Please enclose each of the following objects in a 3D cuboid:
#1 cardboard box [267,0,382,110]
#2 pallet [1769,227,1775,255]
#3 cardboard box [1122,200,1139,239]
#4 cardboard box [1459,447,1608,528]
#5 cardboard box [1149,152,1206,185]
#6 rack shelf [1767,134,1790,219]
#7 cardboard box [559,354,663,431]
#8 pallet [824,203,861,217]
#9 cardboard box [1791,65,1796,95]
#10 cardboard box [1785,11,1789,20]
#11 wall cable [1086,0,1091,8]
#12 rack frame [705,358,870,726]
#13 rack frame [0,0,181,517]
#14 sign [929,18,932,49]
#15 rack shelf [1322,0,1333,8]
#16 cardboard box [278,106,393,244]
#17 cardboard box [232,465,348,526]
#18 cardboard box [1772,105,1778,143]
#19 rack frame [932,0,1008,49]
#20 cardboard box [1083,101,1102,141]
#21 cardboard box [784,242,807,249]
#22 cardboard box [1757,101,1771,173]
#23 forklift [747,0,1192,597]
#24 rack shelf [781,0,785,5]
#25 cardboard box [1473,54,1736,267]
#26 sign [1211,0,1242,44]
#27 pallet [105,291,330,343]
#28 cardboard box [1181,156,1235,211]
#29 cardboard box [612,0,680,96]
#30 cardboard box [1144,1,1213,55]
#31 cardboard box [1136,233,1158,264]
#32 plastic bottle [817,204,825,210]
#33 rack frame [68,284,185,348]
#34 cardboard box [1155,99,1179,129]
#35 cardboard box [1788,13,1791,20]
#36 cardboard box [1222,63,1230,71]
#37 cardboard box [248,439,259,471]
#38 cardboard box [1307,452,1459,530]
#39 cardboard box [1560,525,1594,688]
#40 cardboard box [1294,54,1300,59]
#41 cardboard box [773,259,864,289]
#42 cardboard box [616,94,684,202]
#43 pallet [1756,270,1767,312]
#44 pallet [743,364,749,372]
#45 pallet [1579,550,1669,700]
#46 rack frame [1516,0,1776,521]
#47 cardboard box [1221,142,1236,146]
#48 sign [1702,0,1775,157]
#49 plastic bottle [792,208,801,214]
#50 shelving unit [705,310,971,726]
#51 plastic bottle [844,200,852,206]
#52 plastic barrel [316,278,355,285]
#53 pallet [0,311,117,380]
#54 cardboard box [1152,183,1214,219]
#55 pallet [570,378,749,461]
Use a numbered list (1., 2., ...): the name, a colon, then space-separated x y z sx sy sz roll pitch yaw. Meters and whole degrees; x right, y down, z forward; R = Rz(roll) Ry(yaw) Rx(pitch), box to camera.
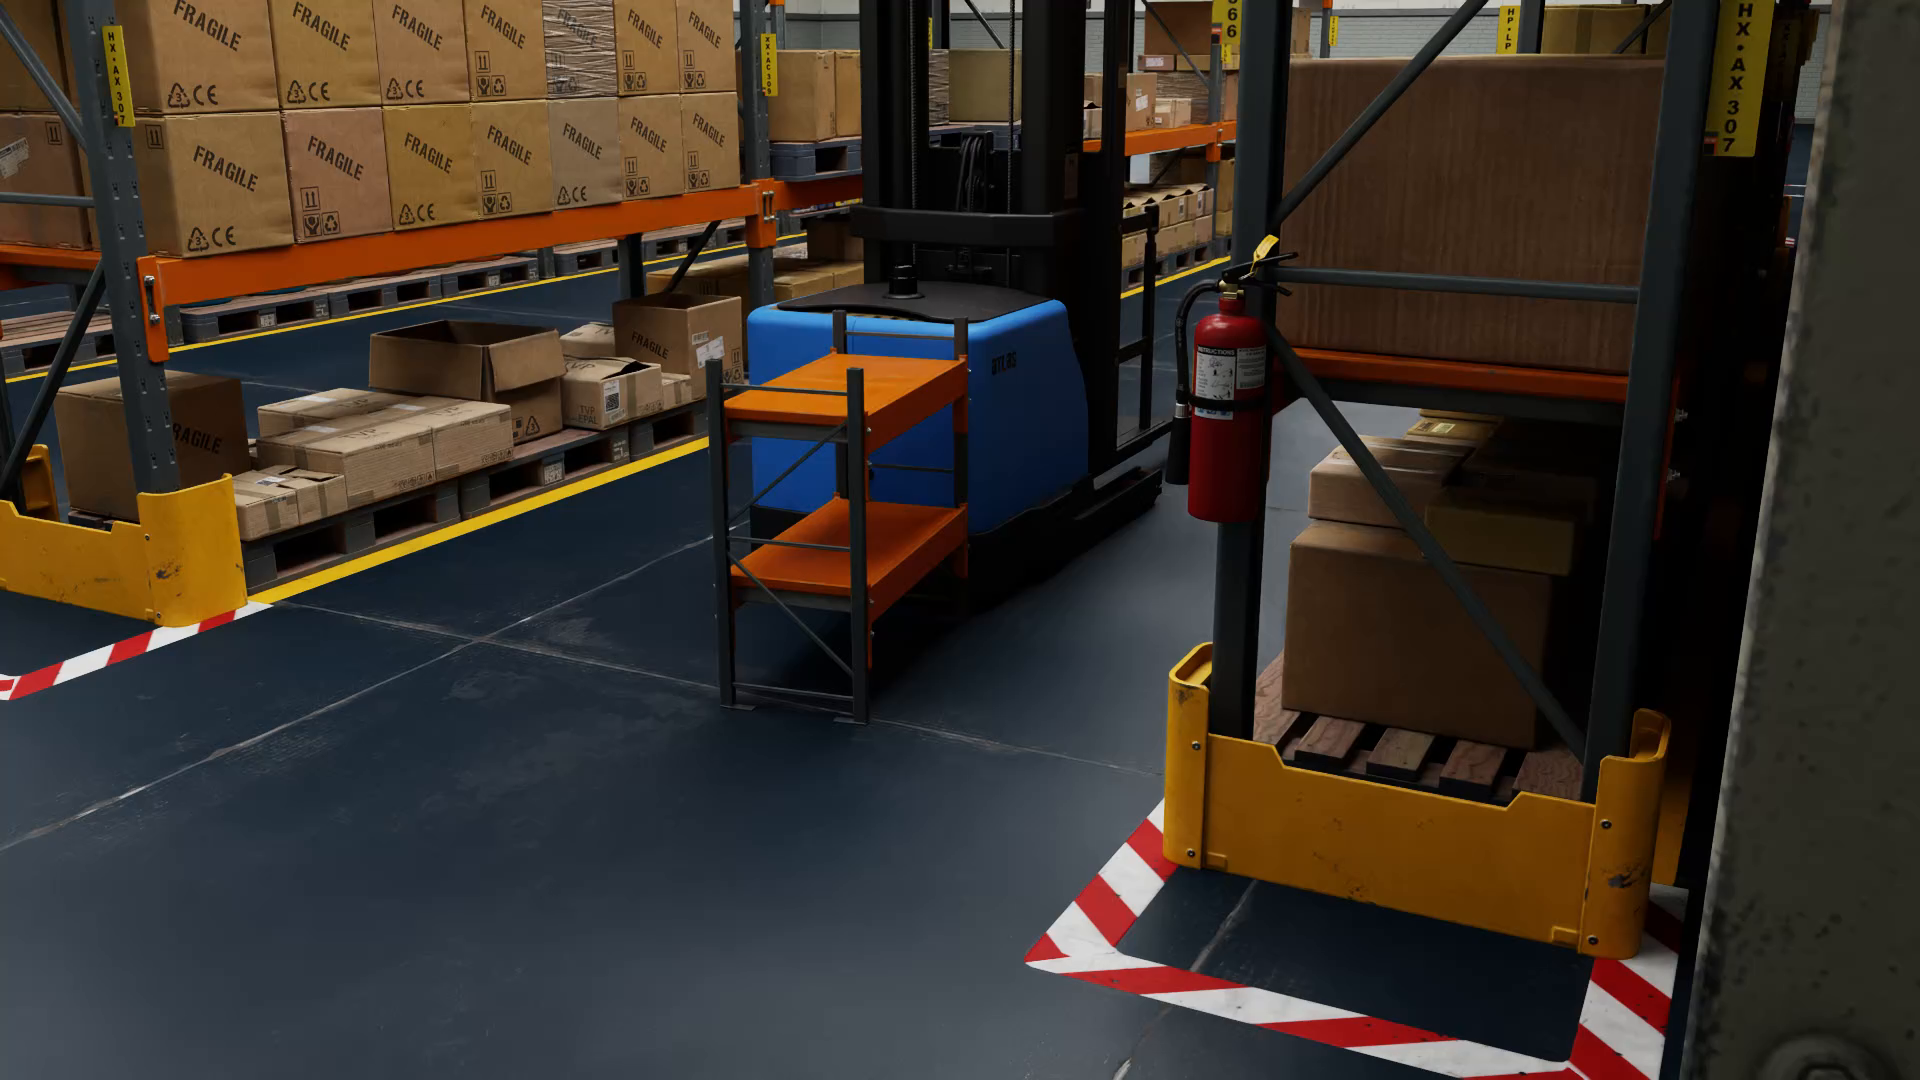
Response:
1. cardboard box: -2.653 -1.951 6.504 0.500 0.500 0.500 8 18 26
2. pallet: 7.840 -3.098 17.194 1.003 0.211 1.213 8 18 25
3. cardboard box: 1.214 -2.761 14.267 0.500 0.311 0.500 8 18 24
4. cardboard box: 1.691 -0.158 4.911 0.380 0.149 0.250 8 18 26
5. cardboard box: 2.293 -3.782 17.372 0.500 0.500 0.500 8 18 25
6. rack shelf: 5.587 -2.784 12.501 1.077 0.370 4.000 8 18 25
7. cardboard box: -1.863 -0.779 8.438 0.500 0.311 0.500 8 18 25
8. pallet: -1.501 -4.039 20.362 1.003 0.211 1.213 8 18 25
9. cardboard box: 8.248 -4.807 16.960 0.500 0.500 0.500 8 18 25
10. cardboard box: 4.256 -2.768 9.136 0.500 0.250 0.500 8 18 24
11. wall cable: 4.940 -19.894 52.335 2.305 6.003 0.169 8 18 25
12. rack frame: -0.525 0.015 5.107 0.500 1.125 0.032 5 17 17
13. rack frame: -3.314 -1.211 5.941 1.000 3.000 0.127 8 18 25
14. sign: -0.238 -3.873 12.872 0.100 0.325 0.005 8 18 25
15. rack shelf: 2.941 -5.870 17.623 1.077 0.370 4.000 8 18 25
16. cardboard box: -2.654 -1.470 6.639 0.500 0.500 0.500 8 18 25
17. cardboard box: -2.708 -0.190 6.708 0.380 0.166 0.250 8 18 25
18. cardboard box: 4.482 -2.538 9.679 0.500 0.500 0.500 8 18 25
19. rack frame: 0.260 -3.248 12.802 1.000 3.000 0.127 8 18 25
20. cardboard box: 0.833 -3.409 13.498 0.500 0.311 0.500 8 18 25
21. cardboard box: -0.885 -1.787 11.498 0.500 0.500 0.500 7 18 24
22. cardboard box: 3.572 -2.019 7.931 0.500 0.500 0.500 8 18 26
23. forklift: 0.283 -1.565 7.255 1.130 2.935 3.031 8 18 26
24. rack shelf: -1.488 -6.501 19.748 1.077 0.370 4.000 8 18 25
25. cardboard box: 2.318 -1.423 6.128 0.980 0.700 0.700 8 18 24
26. sign: 0.640 -1.322 3.868 0.100 0.325 0.005 8 18 25
27. pallet: -5.575 -1.715 12.537 1.003 0.211 1.213 8 18 25
28. cardboard box: 2.535 -3.588 16.721 0.500 0.500 0.500 8 18 25
29. cardboard box: -1.748 -2.464 8.230 0.500 0.500 0.500 8 18 24
30. cardboard box: 2.240 -5.051 16.416 0.700 0.500 0.500 8 18 26
31. cardboard box: 1.437 -2.620 14.776 0.500 0.250 0.500 9 19 26
32. plastic bottle: -1.650 -3.992 19.186 0.144 0.351 0.185 9 19 27
33. rack frame: -5.957 -2.861 11.496 1.000 3.000 0.127 8 18 25
34. cardboard box: 1.819 -3.955 15.419 0.396 0.266 0.258 8 18 24
35. cardboard box: 4.488 -2.899 9.574 0.500 0.250 0.500 7 18 24
36. cardboard box: 2.453 -4.734 16.488 0.380 0.149 0.250 8 18 26
37. cardboard box: -3.030 -0.325 7.162 0.380 0.166 0.250 8 18 25
38. cardboard box: 1.237 -0.142 4.857 0.380 0.149 0.250 8 18 25
39. cardboard box: 1.566 0.097 5.191 0.700 0.500 0.500 8 18 25
40. cardboard box: 3.605 -5.391 18.702 0.380 0.149 0.250 8 18 25
41. cardboard box: -0.865 -1.472 10.437 0.500 0.500 0.500 8 18 26
42. cardboard box: -1.750 -1.986 8.376 0.500 0.500 0.500 9 19 27
43. pallet: 6.134 -2.103 13.842 1.003 0.211 1.213 8 18 25
44. pallet: -1.197 -1.105 10.482 1.003 0.211 1.213 8 18 25
45. pallet: 1.953 0.232 5.981 1.003 0.211 1.213 8 18 25
46. rack frame: 2.906 -1.600 7.253 1.000 3.000 0.127 8 18 25
47. cardboard box: 3.175 -4.293 19.093 0.500 0.500 0.500 8 18 25
48. sign: 1.613 -0.962 3.445 0.100 0.325 0.005 8 18 25
49. plastic bottle: -1.847 -3.827 18.768 0.097 0.271 0.097 0 17 0
50. shelving unit: -0.370 -0.123 5.571 0.538 1.125 1.048 5 17 17
51. plastic bottle: -1.376 -4.149 19.712 0.144 0.351 0.185 8 18 25
52. plastic barrel: -5.050 -2.319 13.303 0.421 0.512 0.421 0 17 0
53. pallet: -6.251 -1.332 11.246 1.003 0.211 1.213 8 18 25
54. cardboard box: 2.123 -3.280 16.014 0.500 0.311 0.500 8 18 25
55. pallet: -1.835 -0.718 9.180 1.003 0.211 1.213 8 18 25
